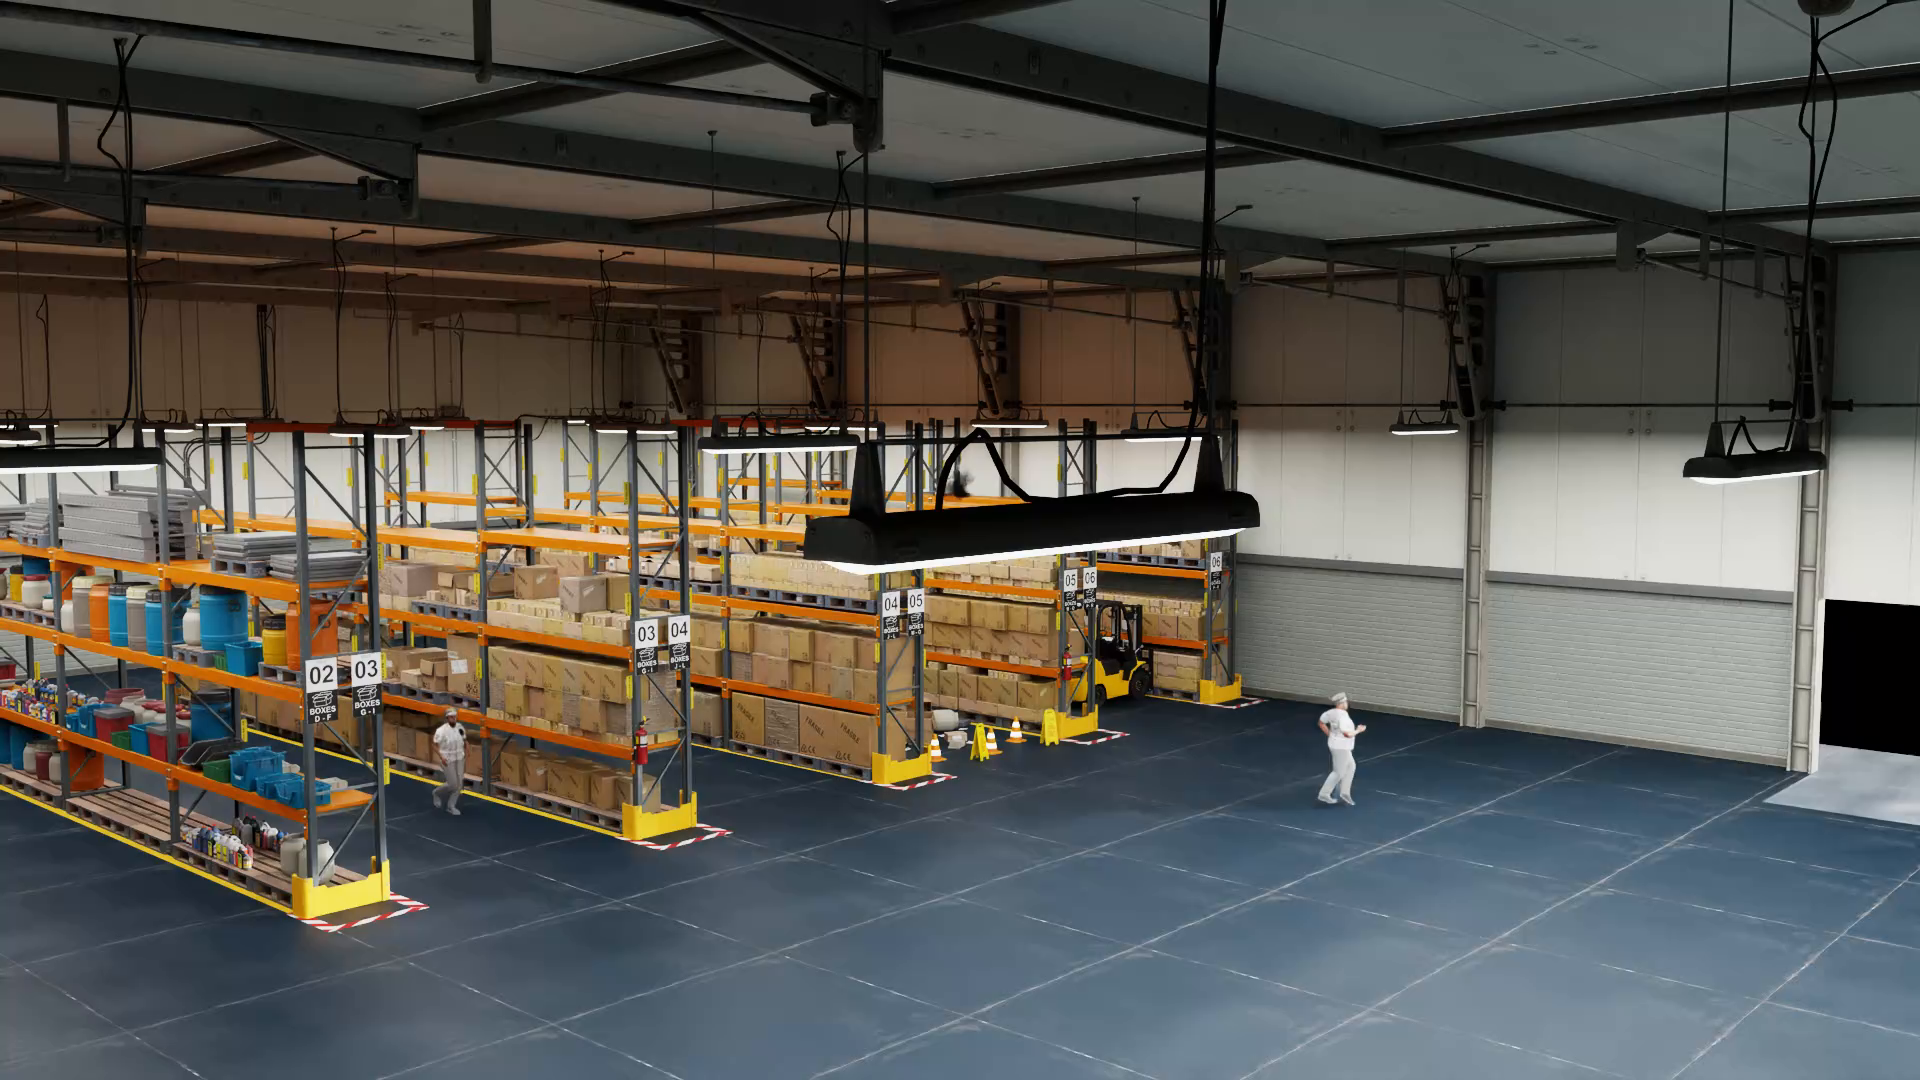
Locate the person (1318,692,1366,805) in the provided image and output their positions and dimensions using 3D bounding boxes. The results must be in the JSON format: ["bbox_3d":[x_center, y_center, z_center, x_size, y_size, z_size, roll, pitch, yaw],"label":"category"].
[{"bbox_3d":[5.997,3.314,26.187,0.755,1.840,0.640,0,5,-4],"label":"person"}]

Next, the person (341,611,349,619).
[{"bbox_3d":[-13.888,2.437,37.336,0.747,1.710,0.857,-3,6,-33],"label":"person"}]

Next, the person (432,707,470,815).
[{"bbox_3d":[-7.859,3.406,25.755,0.595,1.673,0.571,4,6,43],"label":"person"}]
